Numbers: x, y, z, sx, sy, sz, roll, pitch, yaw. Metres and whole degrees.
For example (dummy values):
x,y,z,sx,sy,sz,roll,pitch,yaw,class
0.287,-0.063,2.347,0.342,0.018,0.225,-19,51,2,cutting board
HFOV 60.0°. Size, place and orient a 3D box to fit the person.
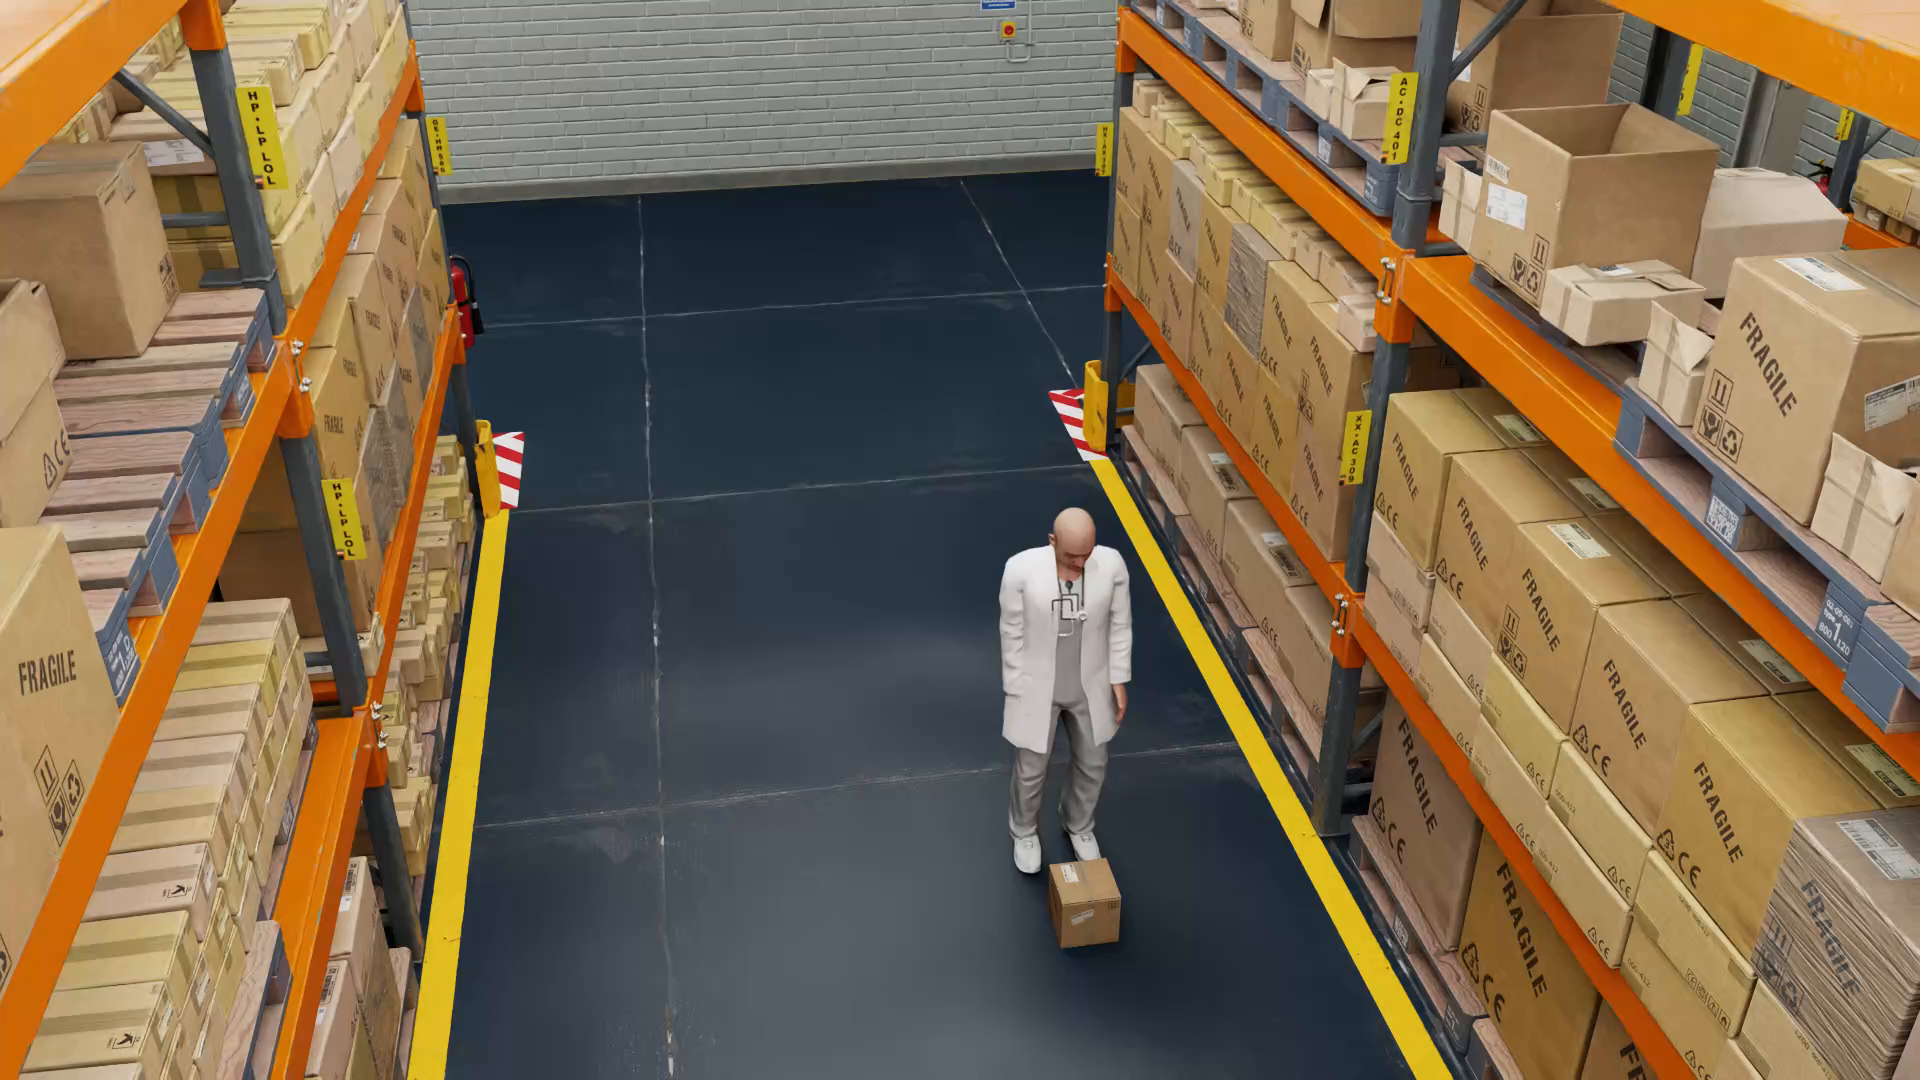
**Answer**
x,y,z,sx,sy,sz,roll,pitch,yaw,class
0.453,0.631,7.098,0.569,1.765,0.378,-5,31,-8,person
